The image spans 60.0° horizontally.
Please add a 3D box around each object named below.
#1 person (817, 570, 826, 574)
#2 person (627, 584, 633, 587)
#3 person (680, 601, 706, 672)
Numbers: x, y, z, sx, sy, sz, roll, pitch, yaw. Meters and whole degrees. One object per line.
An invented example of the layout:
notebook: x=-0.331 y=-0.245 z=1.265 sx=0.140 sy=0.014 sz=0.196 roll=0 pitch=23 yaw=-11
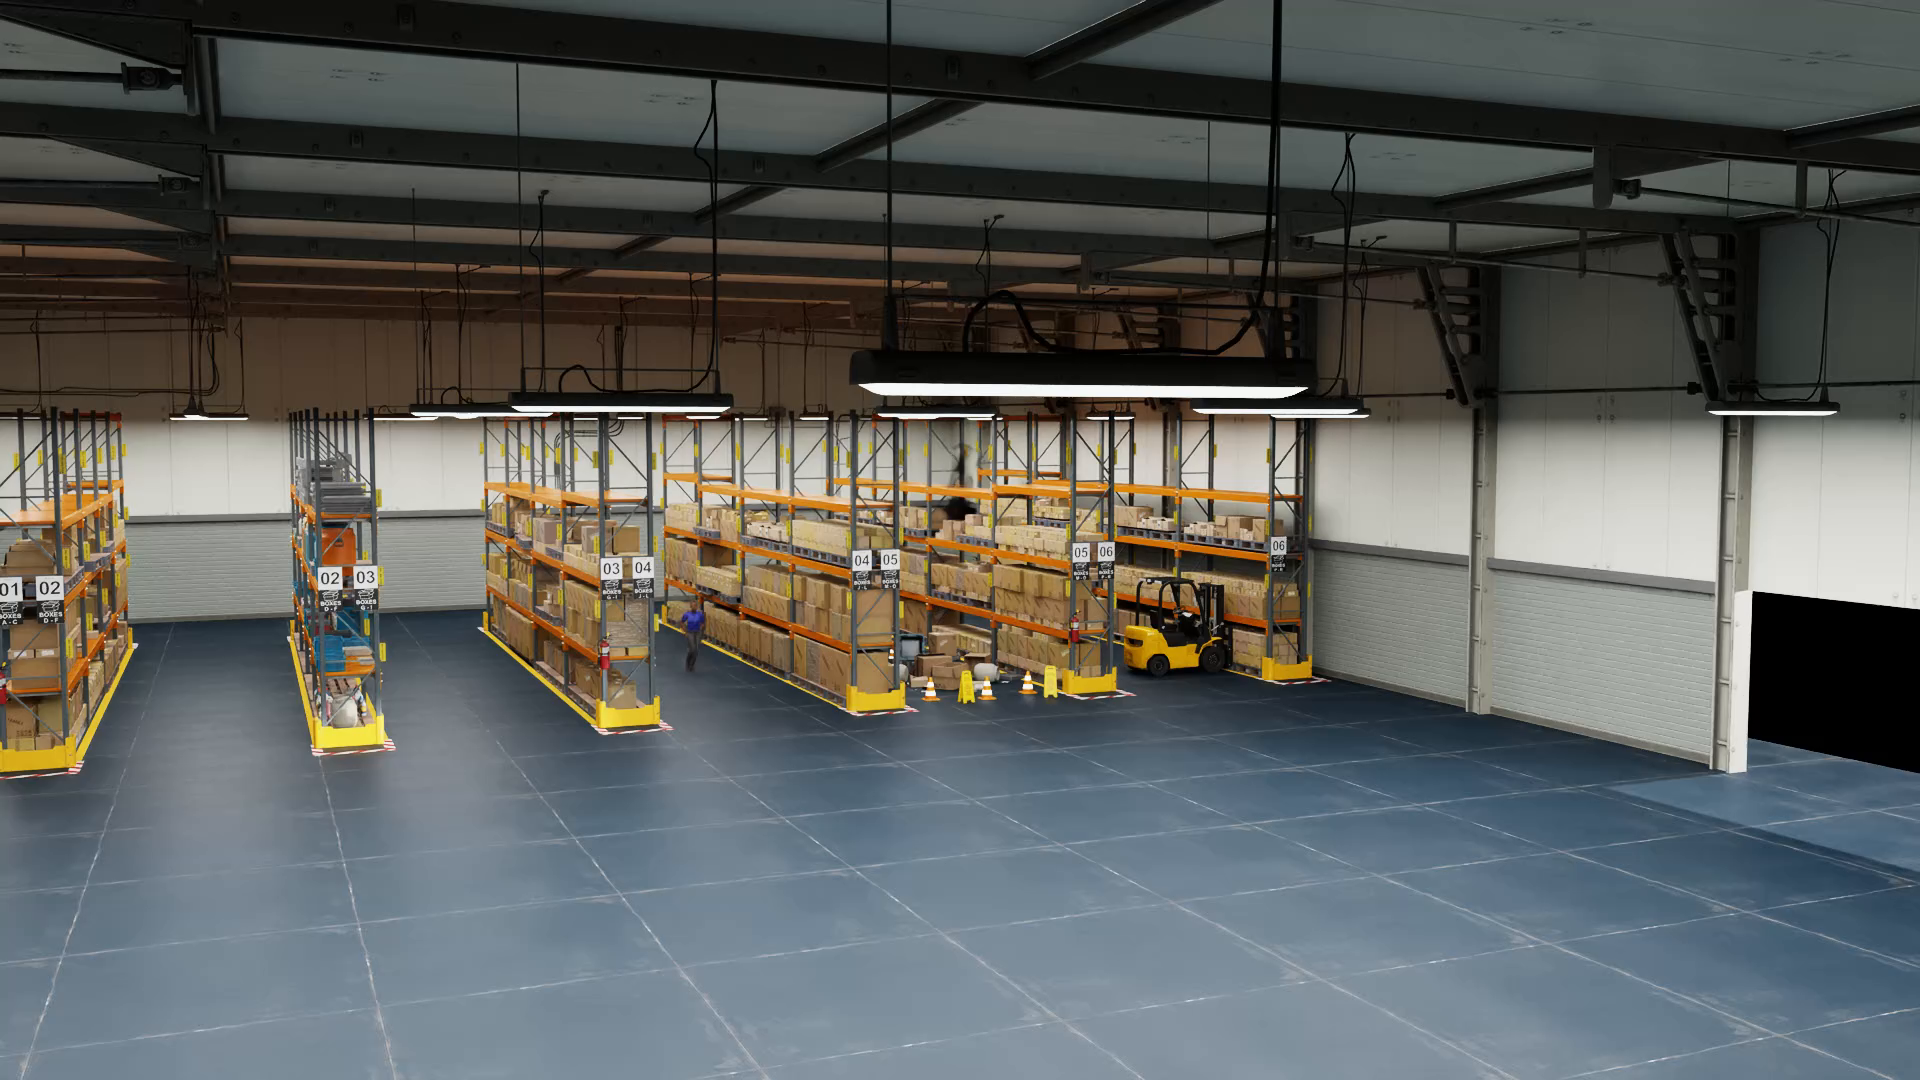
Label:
person: x=-4.173 y=1.282 z=50.913 sx=0.863 sy=1.771 sz=0.657 roll=-2 pitch=5 yaw=-30
person: x=-9.248 y=1.586 z=46.713 sx=0.675 sy=1.715 sz=0.730 roll=-2 pitch=4 yaw=-22
person: x=-6.116 y=2.225 z=38.300 sx=0.555 sy=1.633 sz=0.624 roll=-2 pitch=4 yaw=-25
